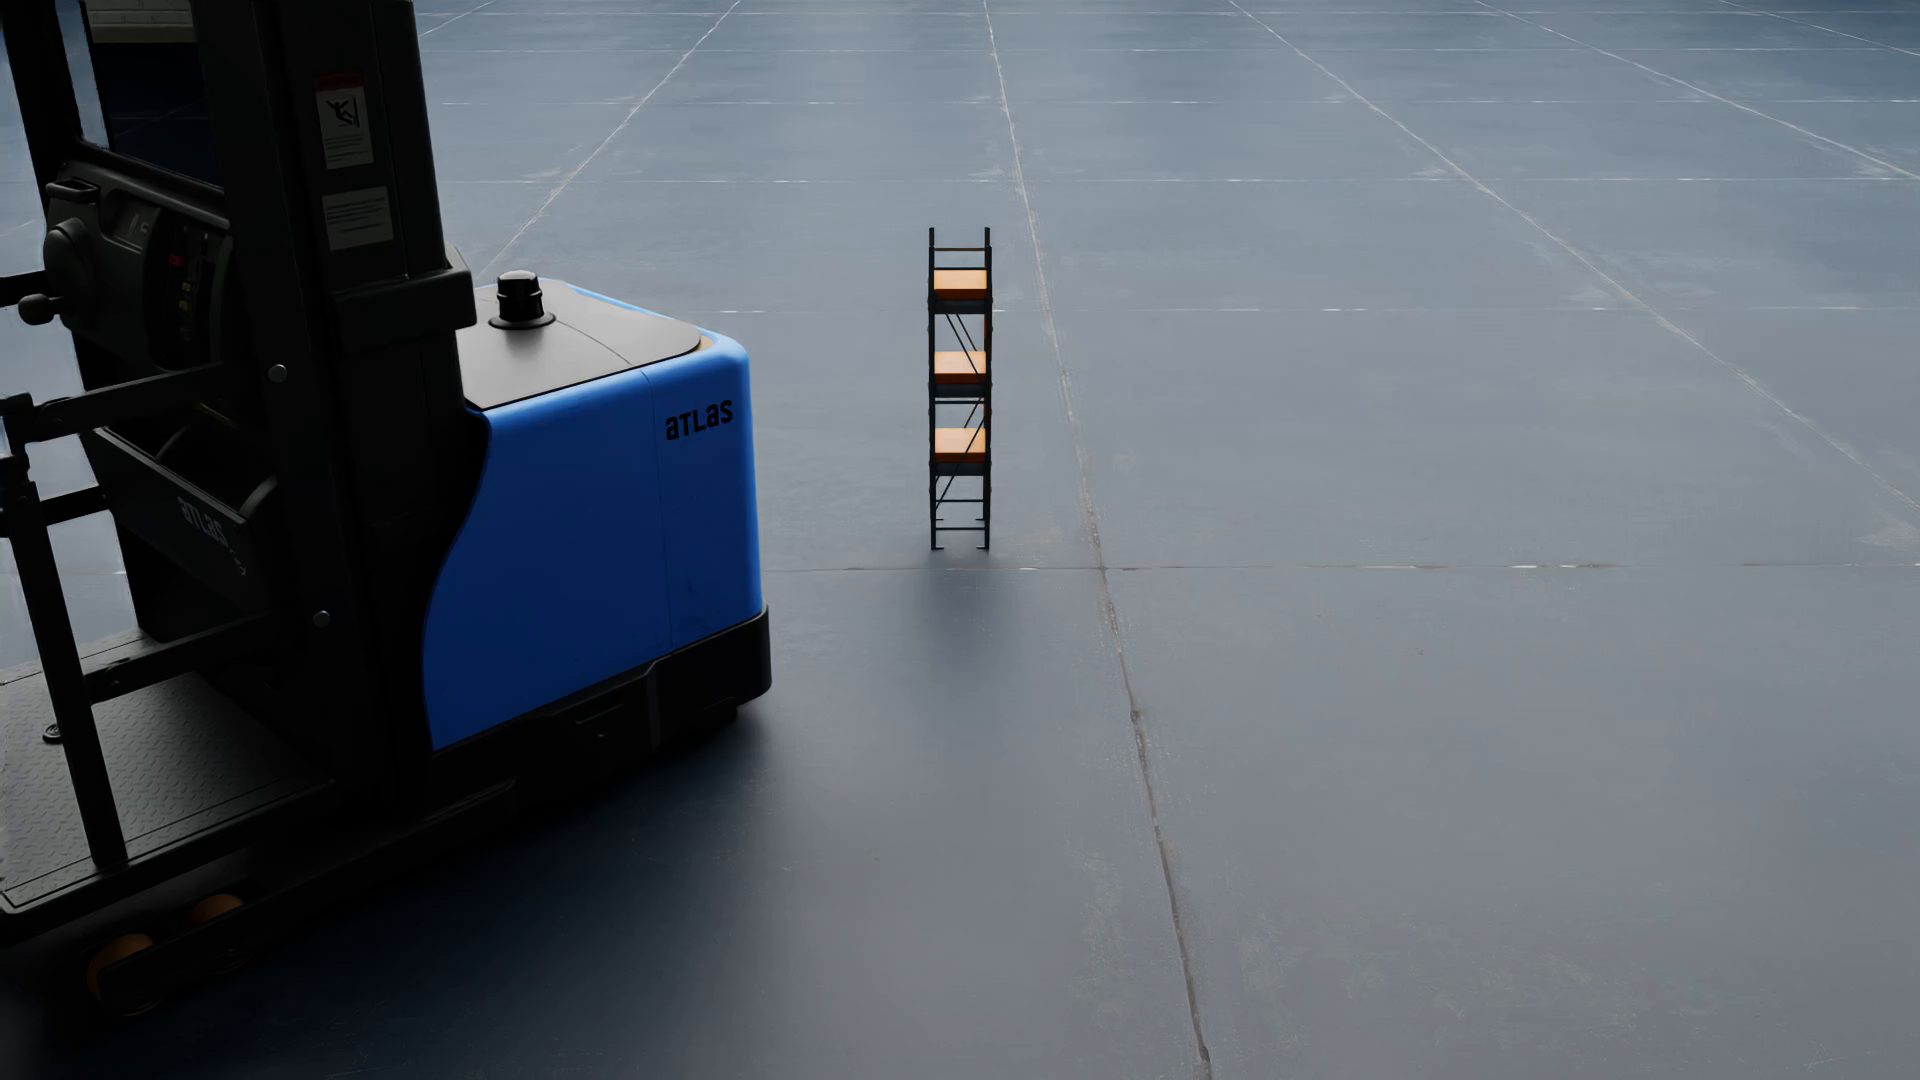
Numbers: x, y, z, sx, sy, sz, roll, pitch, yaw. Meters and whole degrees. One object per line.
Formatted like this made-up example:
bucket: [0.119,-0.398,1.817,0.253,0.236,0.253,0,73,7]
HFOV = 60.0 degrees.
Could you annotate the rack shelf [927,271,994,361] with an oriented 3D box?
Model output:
rack shelf: [-0.001,-0.749,5.470,0.215,0.259,0.240,0,24,-1]

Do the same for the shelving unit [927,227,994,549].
shelving unit: [-0.001,-0.500,5.582,0.215,1.050,0.252,0,24,-1]

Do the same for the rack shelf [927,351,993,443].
rack shelf: [-0.001,-0.491,5.587,0.215,0.259,0.240,0,24,-1]

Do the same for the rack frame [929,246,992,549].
rack frame: [0.001,-0.450,5.471,0.200,1.050,0.008,0,24,-1]

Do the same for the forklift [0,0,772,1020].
forklift: [-1.916,-0.568,3.449,1.130,2.935,3.031,22,32,39]

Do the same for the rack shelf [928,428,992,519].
rack shelf: [-0.001,-0.238,5.701,0.215,0.259,0.240,0,24,-1]

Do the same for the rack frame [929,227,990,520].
rack frame: [-0.002,-0.551,5.694,0.200,1.050,0.008,0,24,-1]
